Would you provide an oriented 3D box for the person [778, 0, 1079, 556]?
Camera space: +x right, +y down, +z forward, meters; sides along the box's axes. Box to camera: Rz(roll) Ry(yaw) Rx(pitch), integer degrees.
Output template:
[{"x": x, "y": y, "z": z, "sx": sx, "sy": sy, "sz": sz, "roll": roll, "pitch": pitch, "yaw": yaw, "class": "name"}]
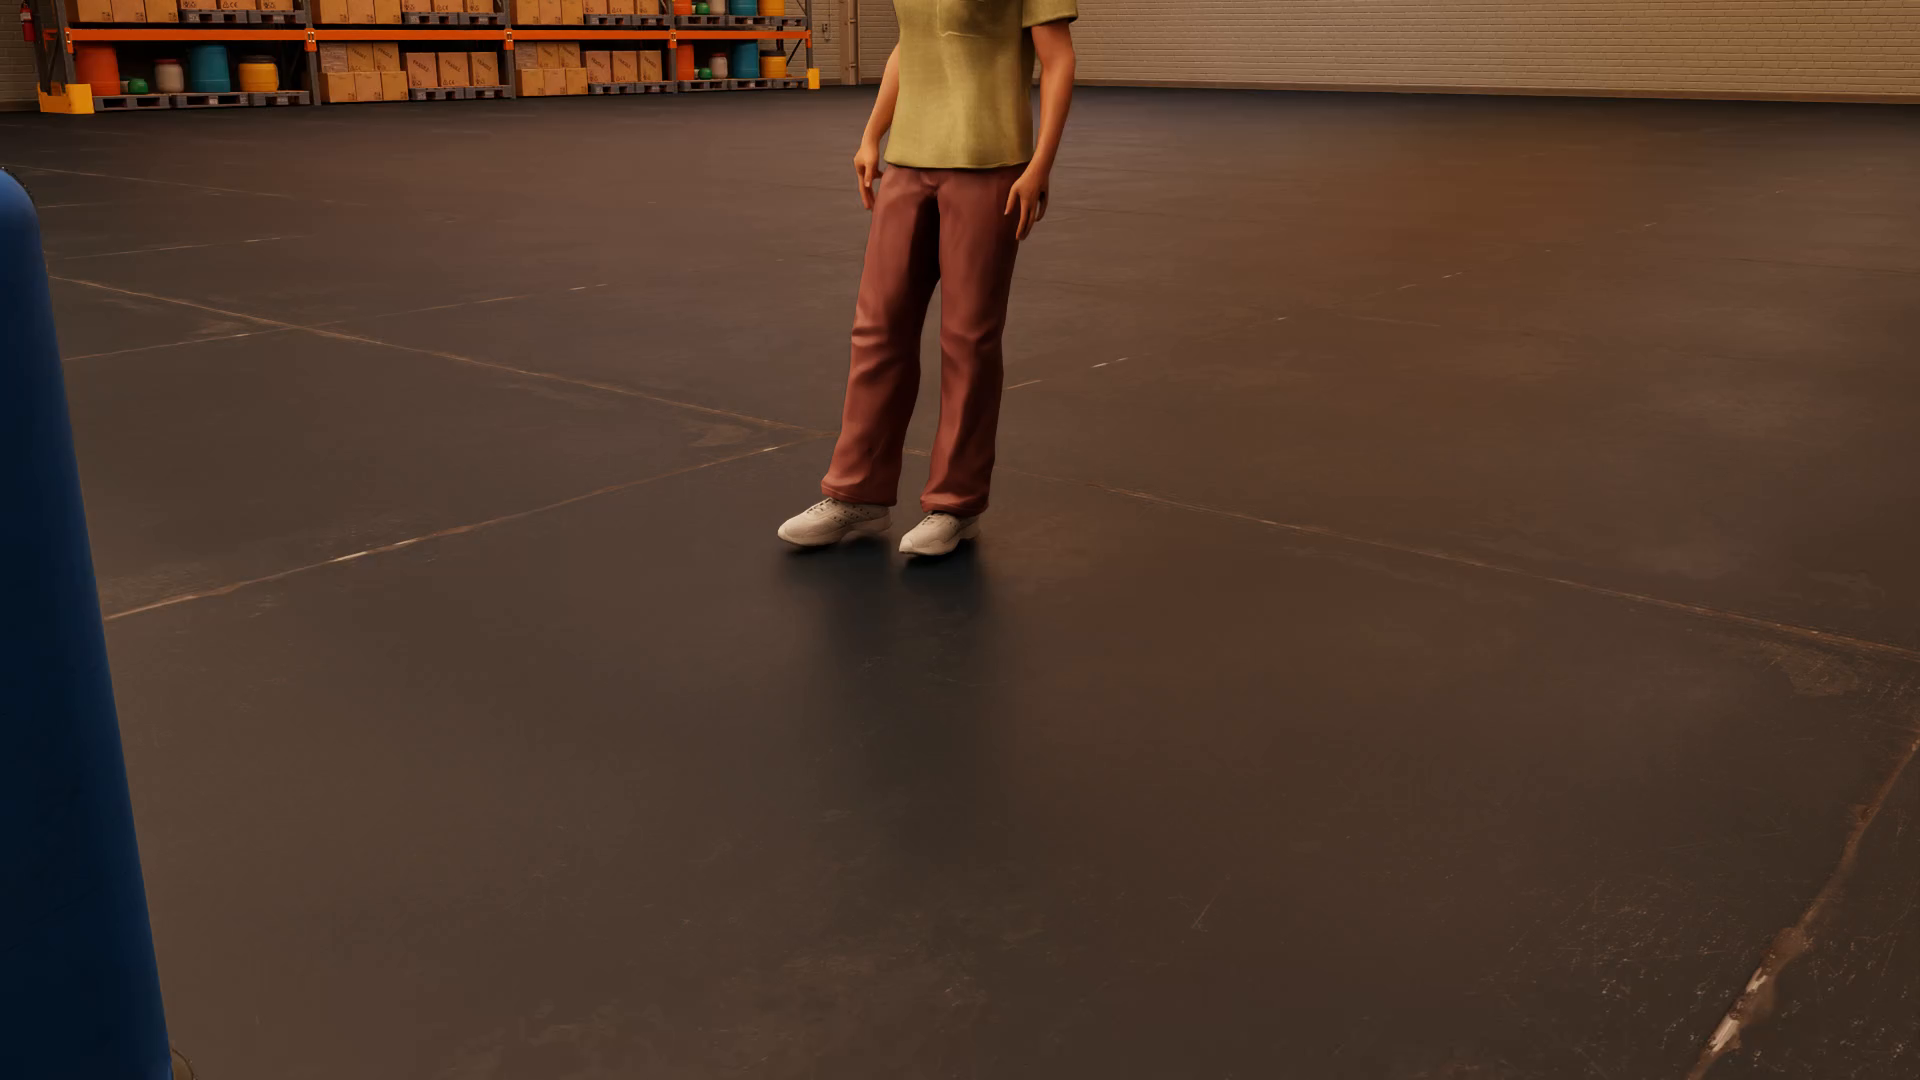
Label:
[{"x": -0.056, "y": -0.794, "z": 3.649, "sx": 0.553, "sy": 1.675, "sz": 0.549, "roll": 13, "pitch": 21, "yaw": 37, "class": "person"}]
